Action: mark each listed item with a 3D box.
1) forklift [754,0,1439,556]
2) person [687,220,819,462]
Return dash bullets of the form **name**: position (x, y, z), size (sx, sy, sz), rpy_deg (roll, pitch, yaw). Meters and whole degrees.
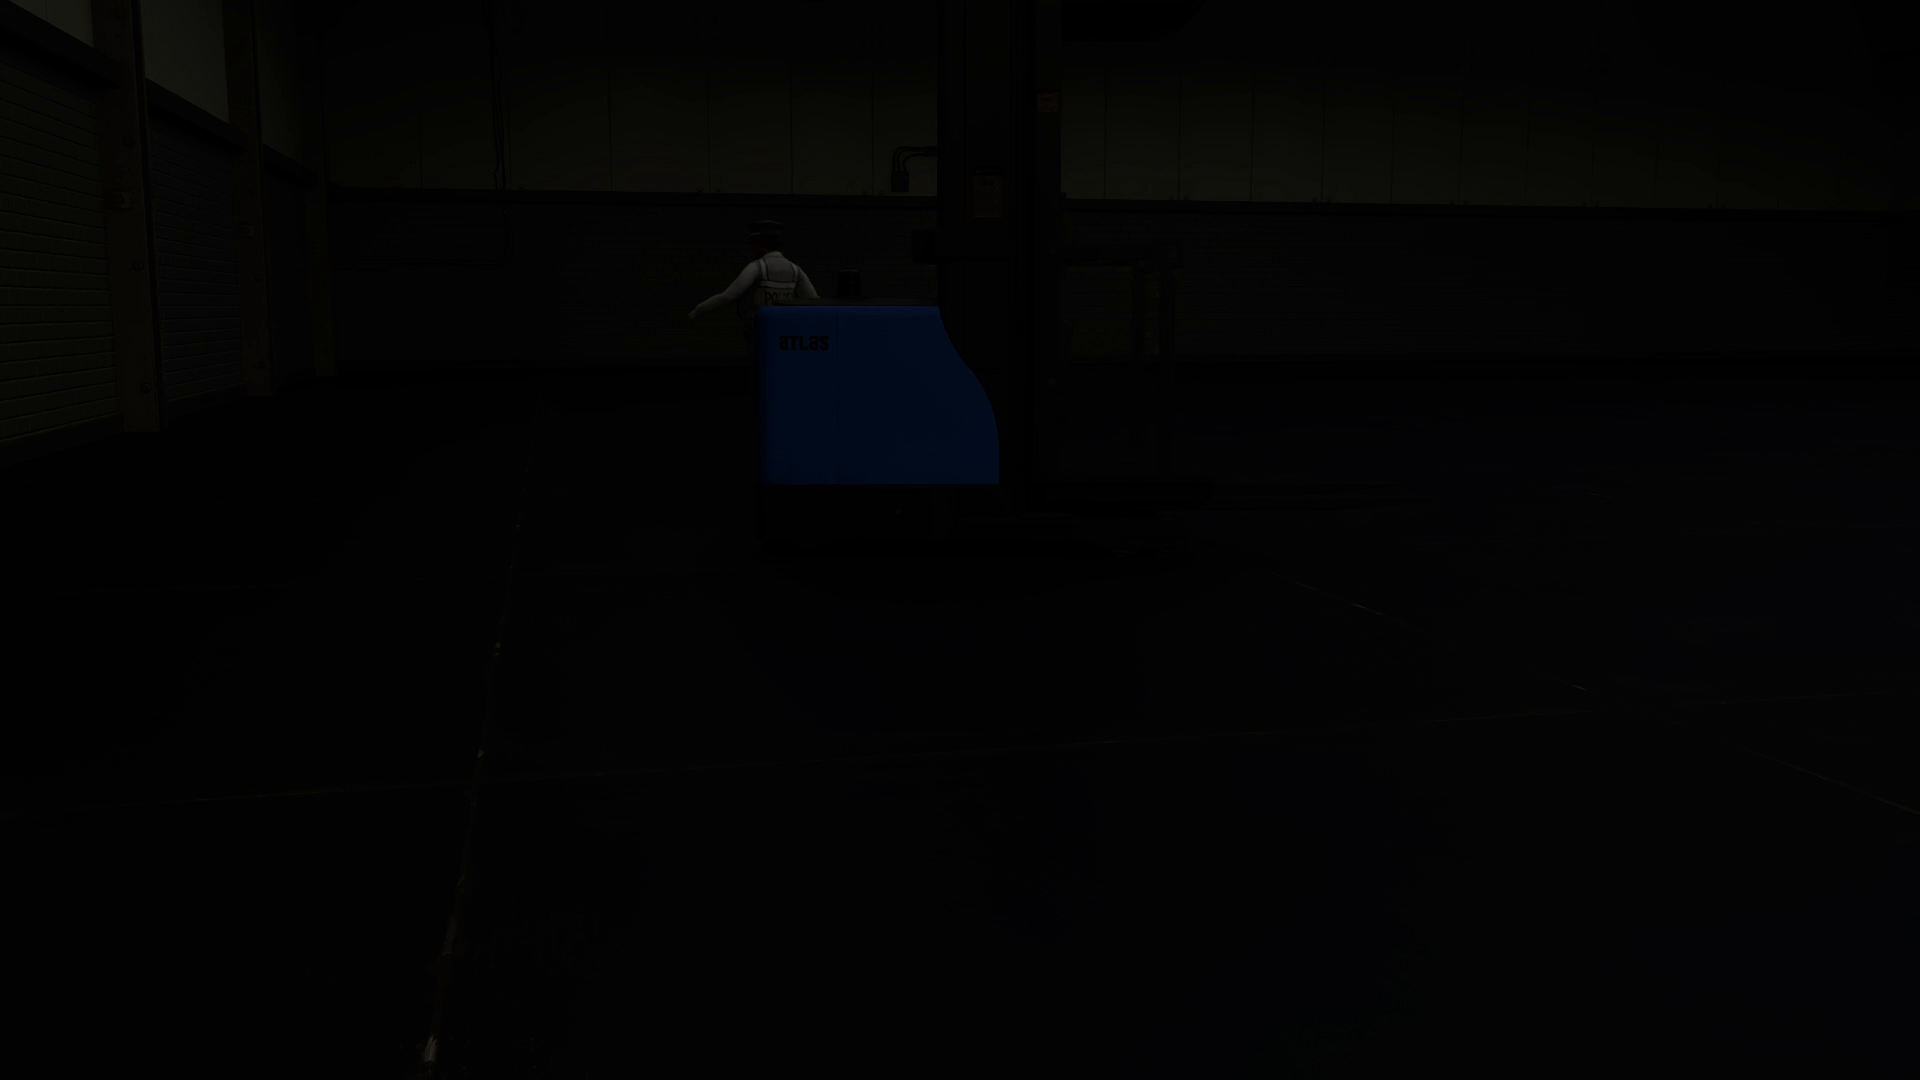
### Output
- **forklift**: position (0.610, -1.454, 7.521), size (3.031, 2.935, 1.130), rpy_deg (0, 8, -1)
- **person**: position (-1.266, -1.296, 11.051), size (0.717, 1.628, 0.893), rpy_deg (7, 11, 43)
